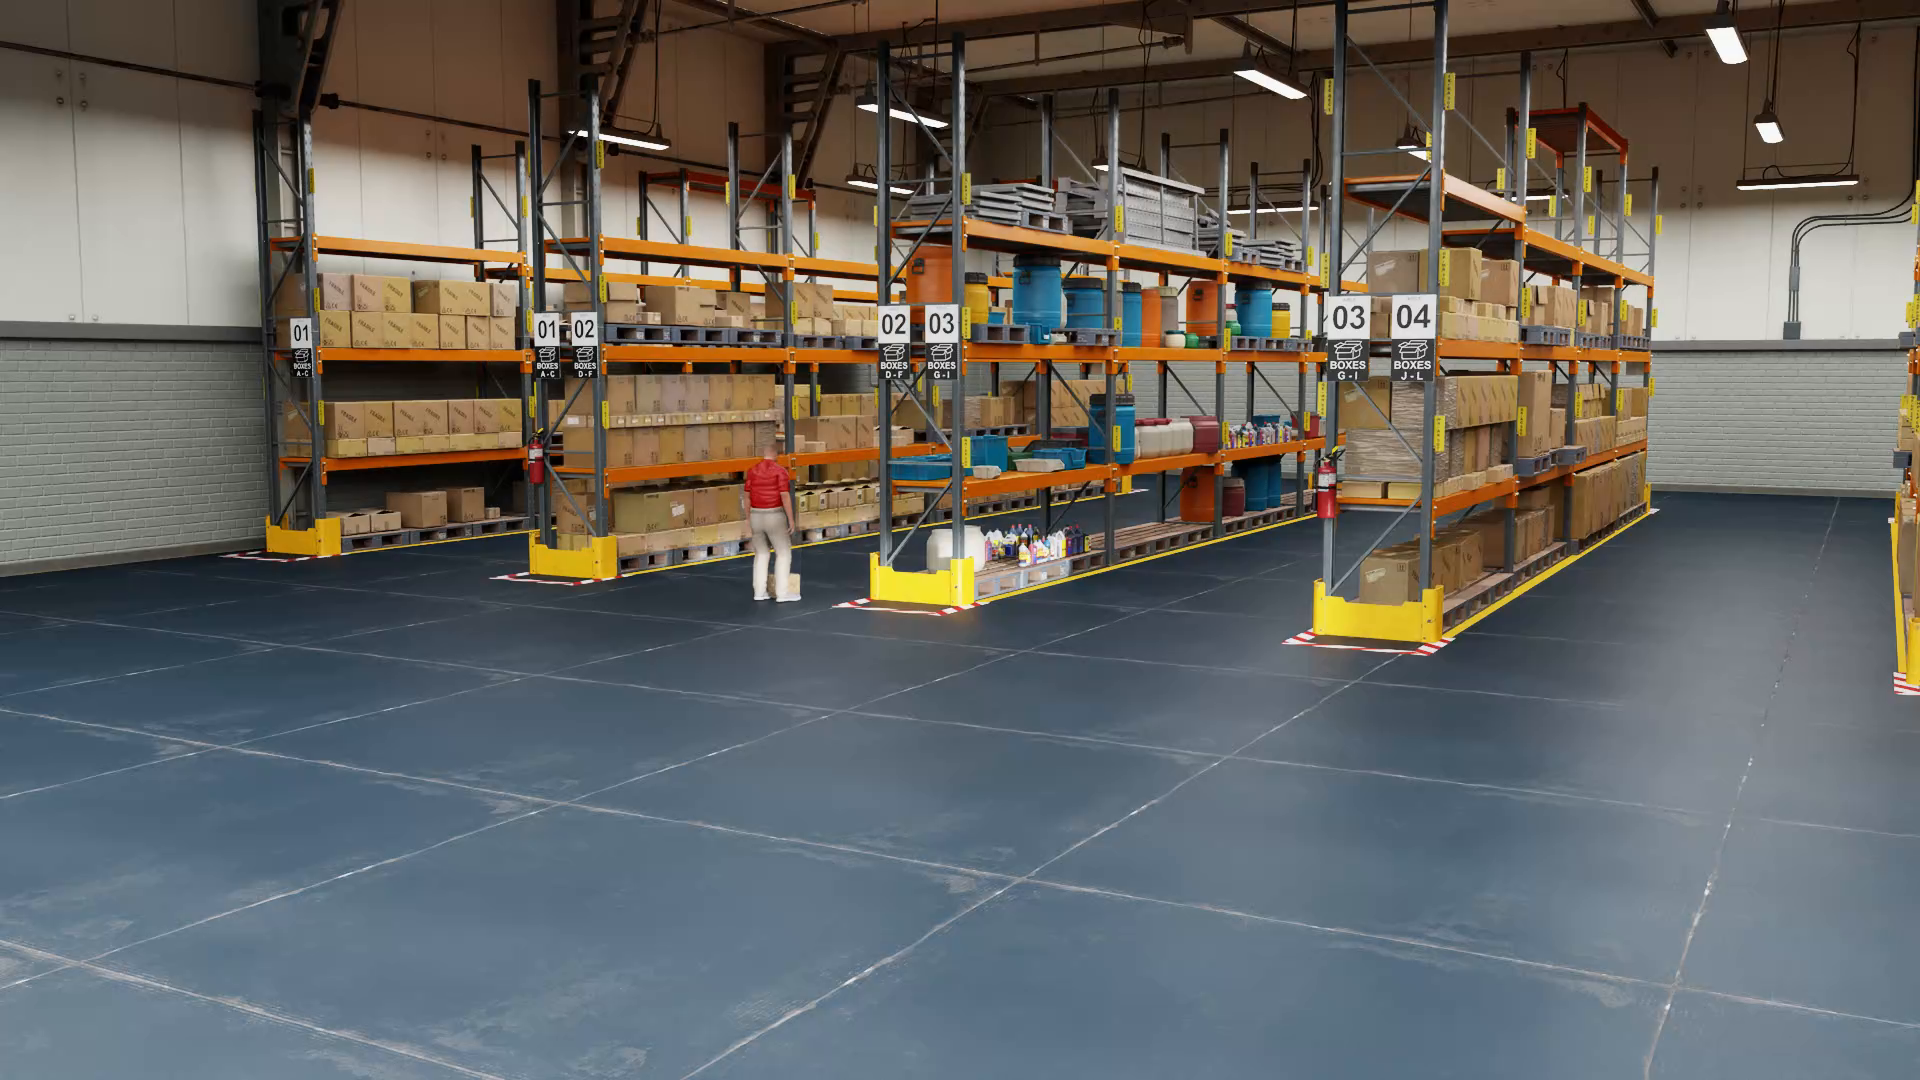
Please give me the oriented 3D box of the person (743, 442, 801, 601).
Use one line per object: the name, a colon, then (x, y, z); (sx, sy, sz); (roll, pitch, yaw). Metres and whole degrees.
person: (-2.072, -0.201, 18.145); (0.601, 1.726, 0.393); (3, 7, 25)
